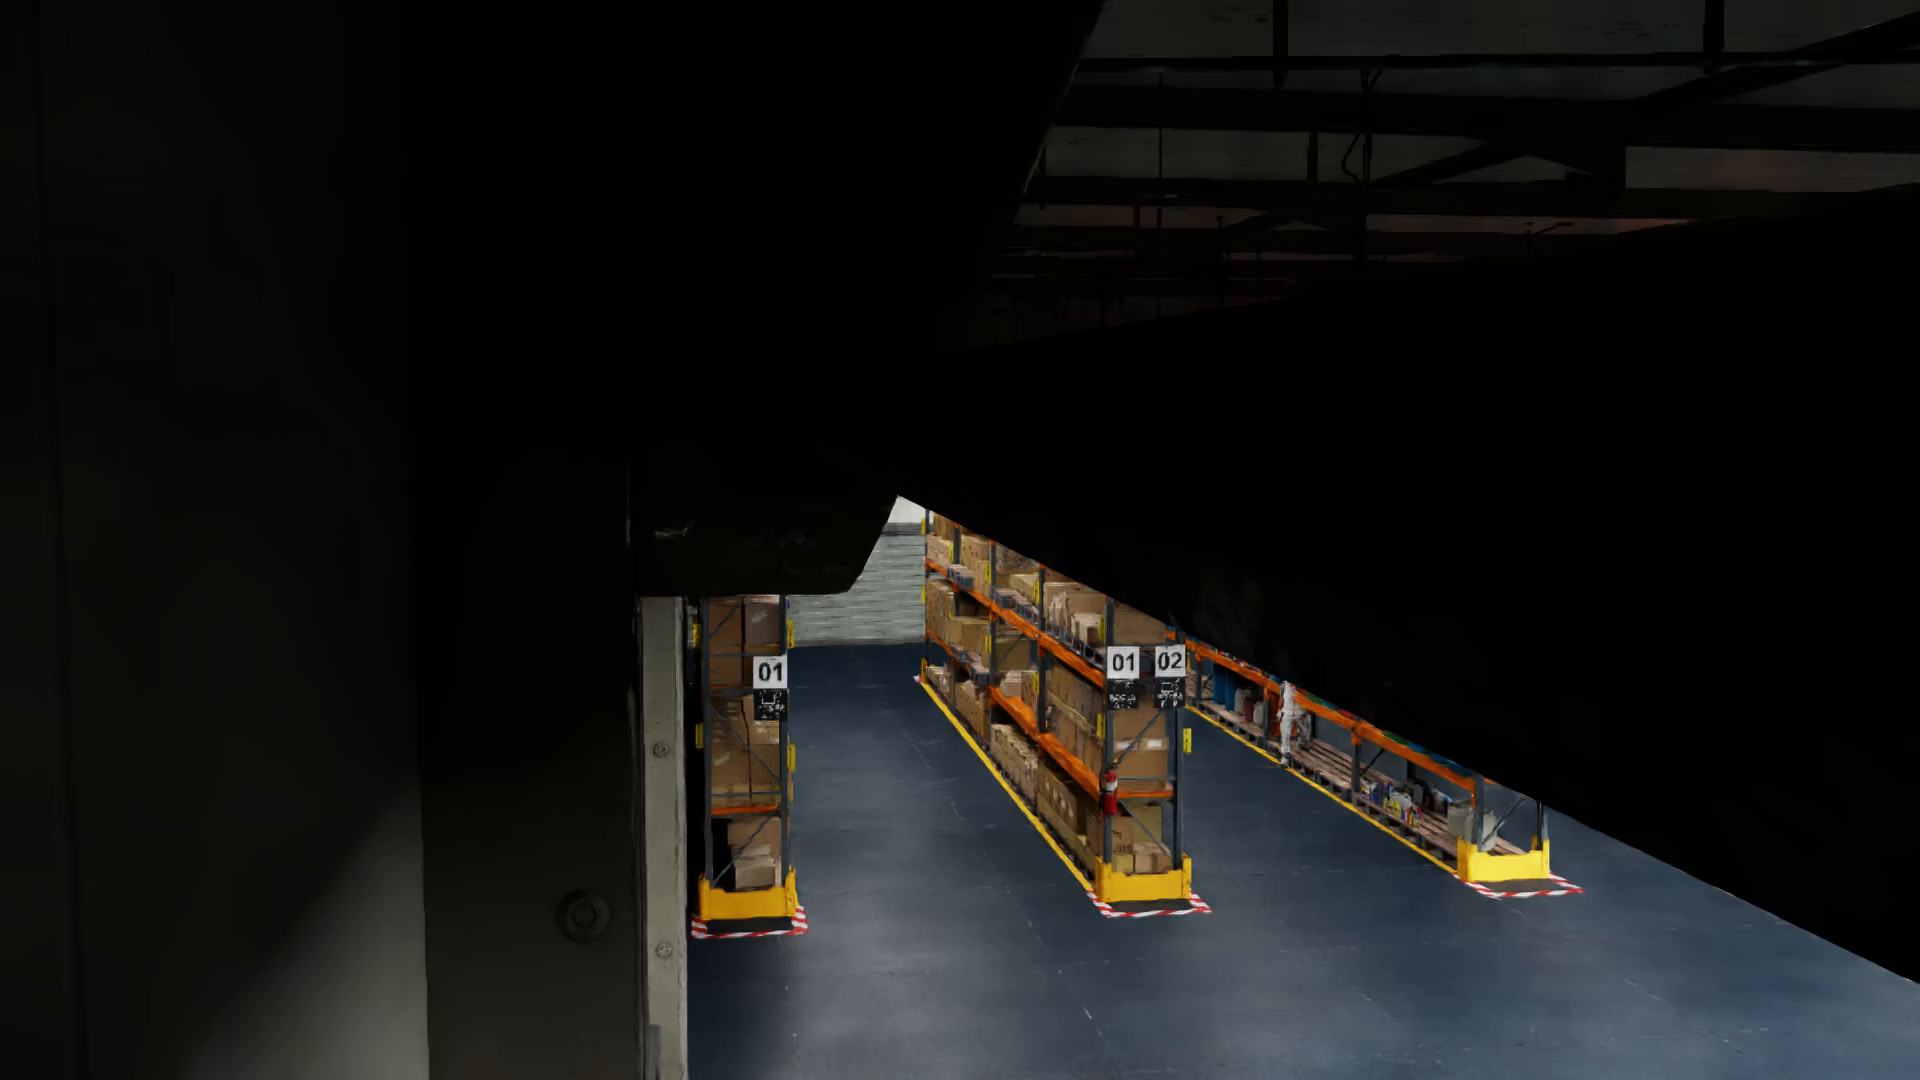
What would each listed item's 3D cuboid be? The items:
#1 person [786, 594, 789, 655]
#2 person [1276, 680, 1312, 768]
[{"bbox_3d":[-4.416,1.971,40.393,0.527,1.632,0.517,5,7,44],"label":"person"},{"bbox_3d":[5.679,2.967,28.268,0.594,1.753,0.995,1,5,12],"label":"person"}]
